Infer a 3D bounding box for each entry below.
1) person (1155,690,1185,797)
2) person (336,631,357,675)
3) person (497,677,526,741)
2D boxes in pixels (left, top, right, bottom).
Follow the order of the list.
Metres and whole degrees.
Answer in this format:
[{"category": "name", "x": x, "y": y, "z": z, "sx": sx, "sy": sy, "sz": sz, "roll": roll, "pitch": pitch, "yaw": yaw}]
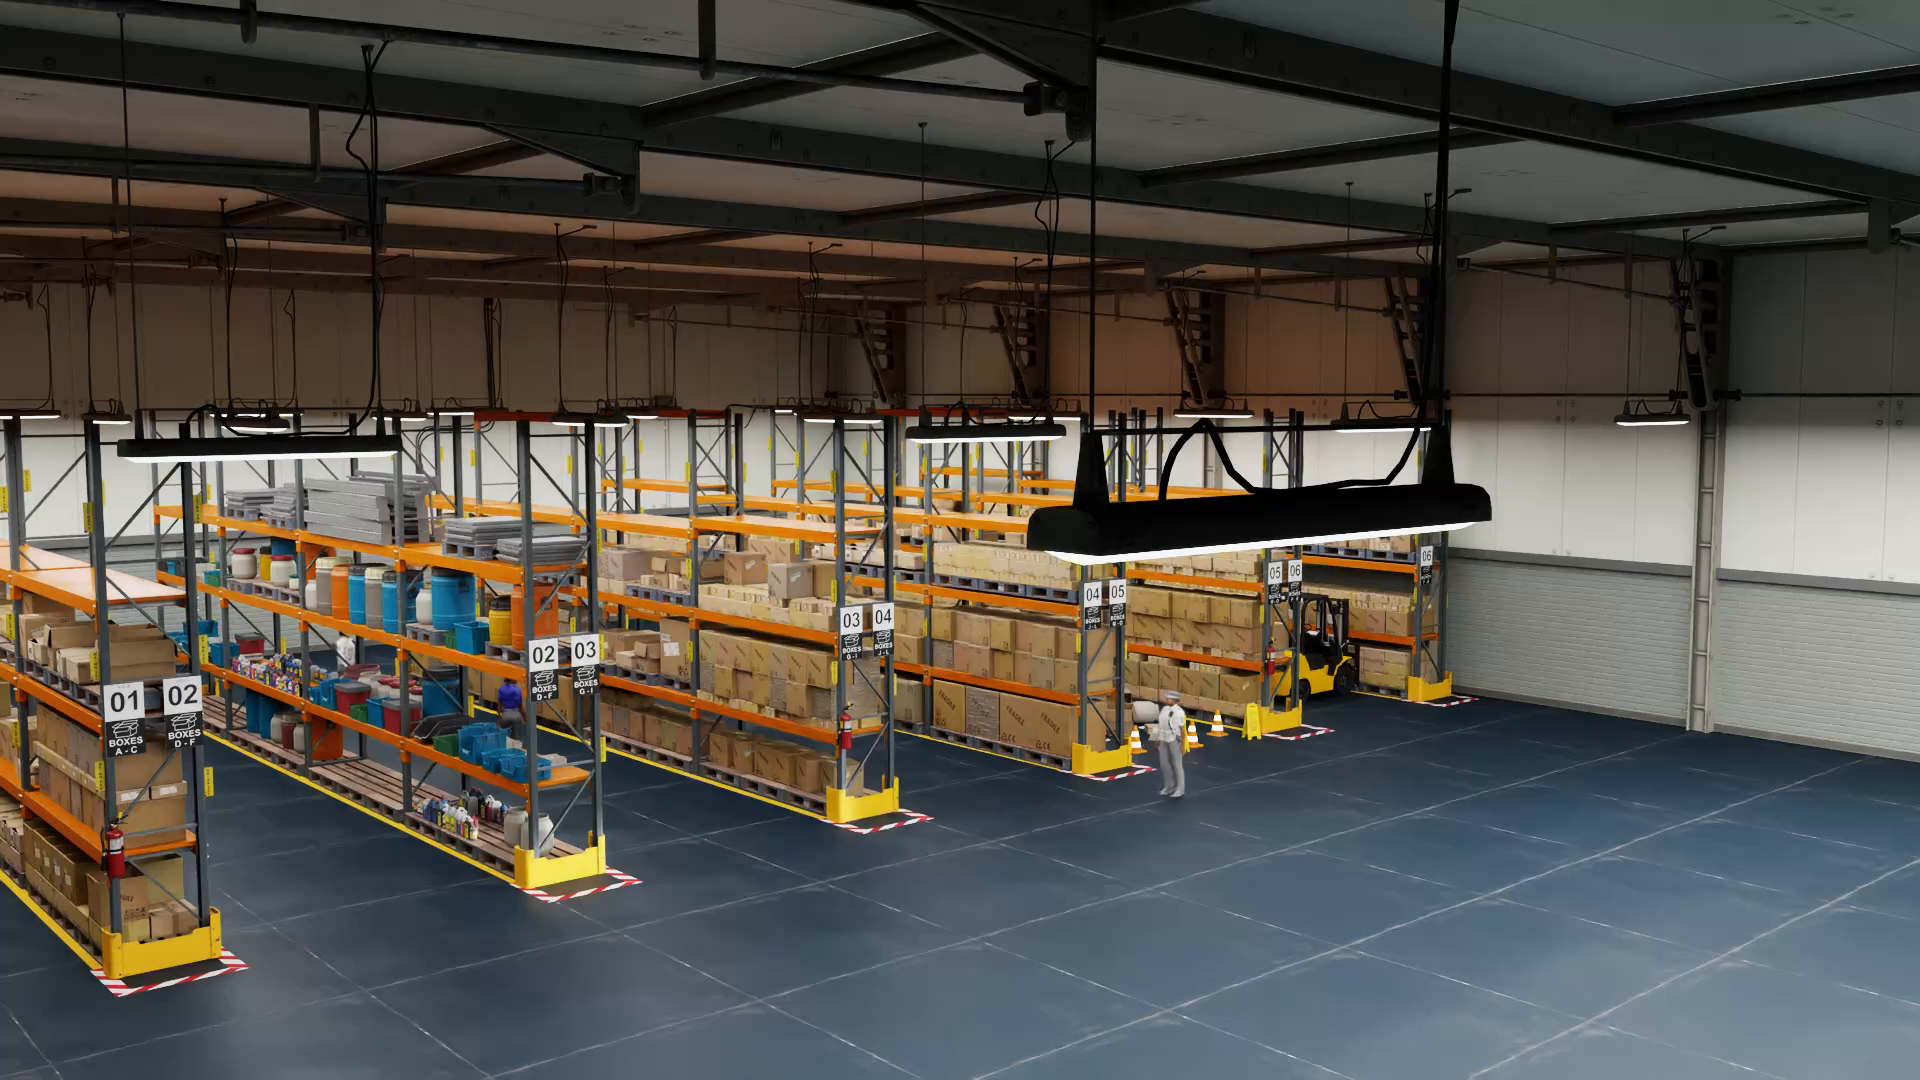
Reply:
[{"category": "person", "x": 3.318, "y": 3.207, "z": 26.195, "sx": 0.379, "sy": 1.724, "sz": 0.569, "roll": -5, "pitch": 7, "yaw": -44}, {"category": "person", "x": -12.467, "y": 2.528, "z": 33.838, "sx": 0.433, "sy": 1.636, "sz": 0.959, "roll": -5, "pitch": 7, "yaw": -44}, {"category": "person", "x": -7.575, "y": 3.040, "z": 28.135, "sx": 0.487, "sy": 1.690, "sz": 0.462, "roll": 0, "pitch": 5, "yaw": -4}]
